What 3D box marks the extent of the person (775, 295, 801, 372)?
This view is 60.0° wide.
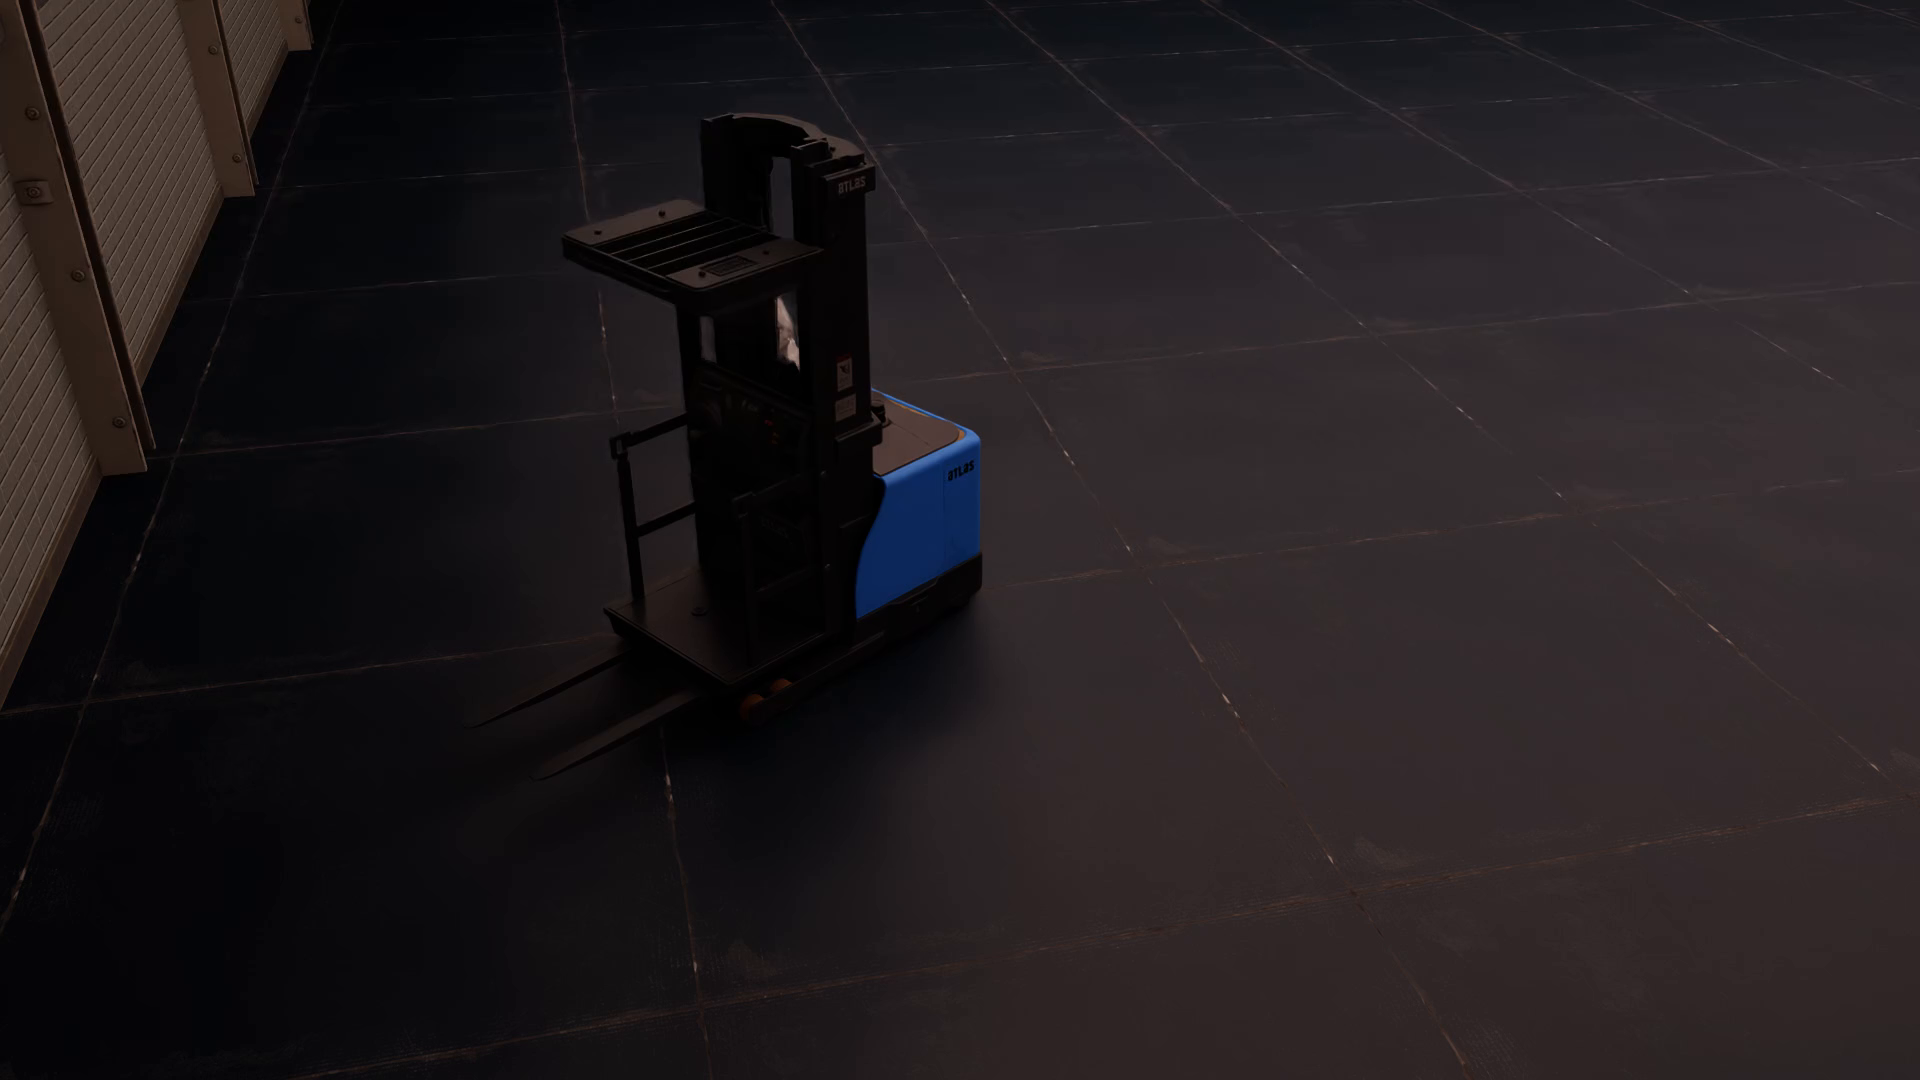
[{"bbox_3d":[-1.345,-1.143,10.981,0.563,1.730,1.067,-15,33,-24],"label":"person"}]

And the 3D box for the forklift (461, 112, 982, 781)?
[{"bbox_3d":[-1.249,-0.575,8.568,1.130,2.935,3.031,26,39,37],"label":"forklift"}]
